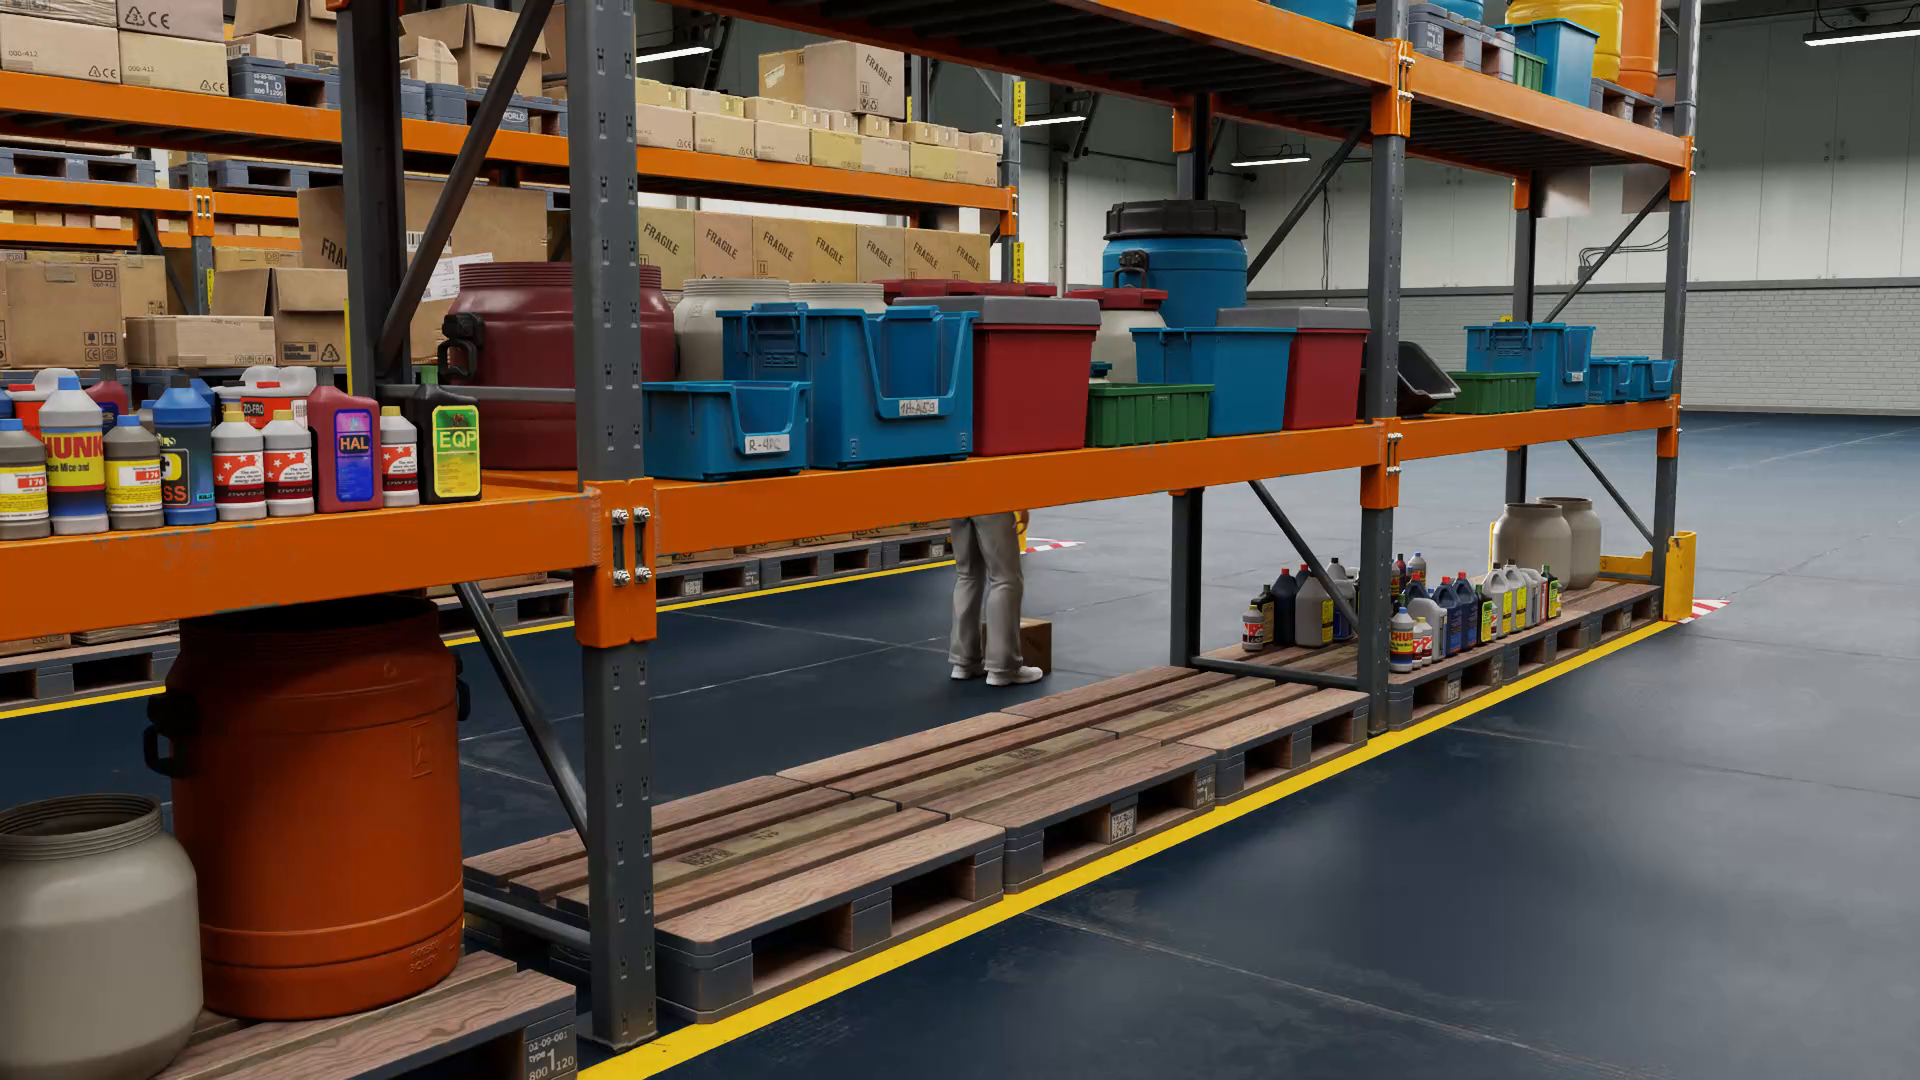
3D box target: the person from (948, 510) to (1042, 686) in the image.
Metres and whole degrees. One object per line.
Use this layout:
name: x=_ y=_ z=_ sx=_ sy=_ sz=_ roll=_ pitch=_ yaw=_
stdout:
person: x=0.122 y=-0.153 z=8.027 sx=0.487 sy=1.673 sz=0.356 roll=6 pitch=9 yaw=44
